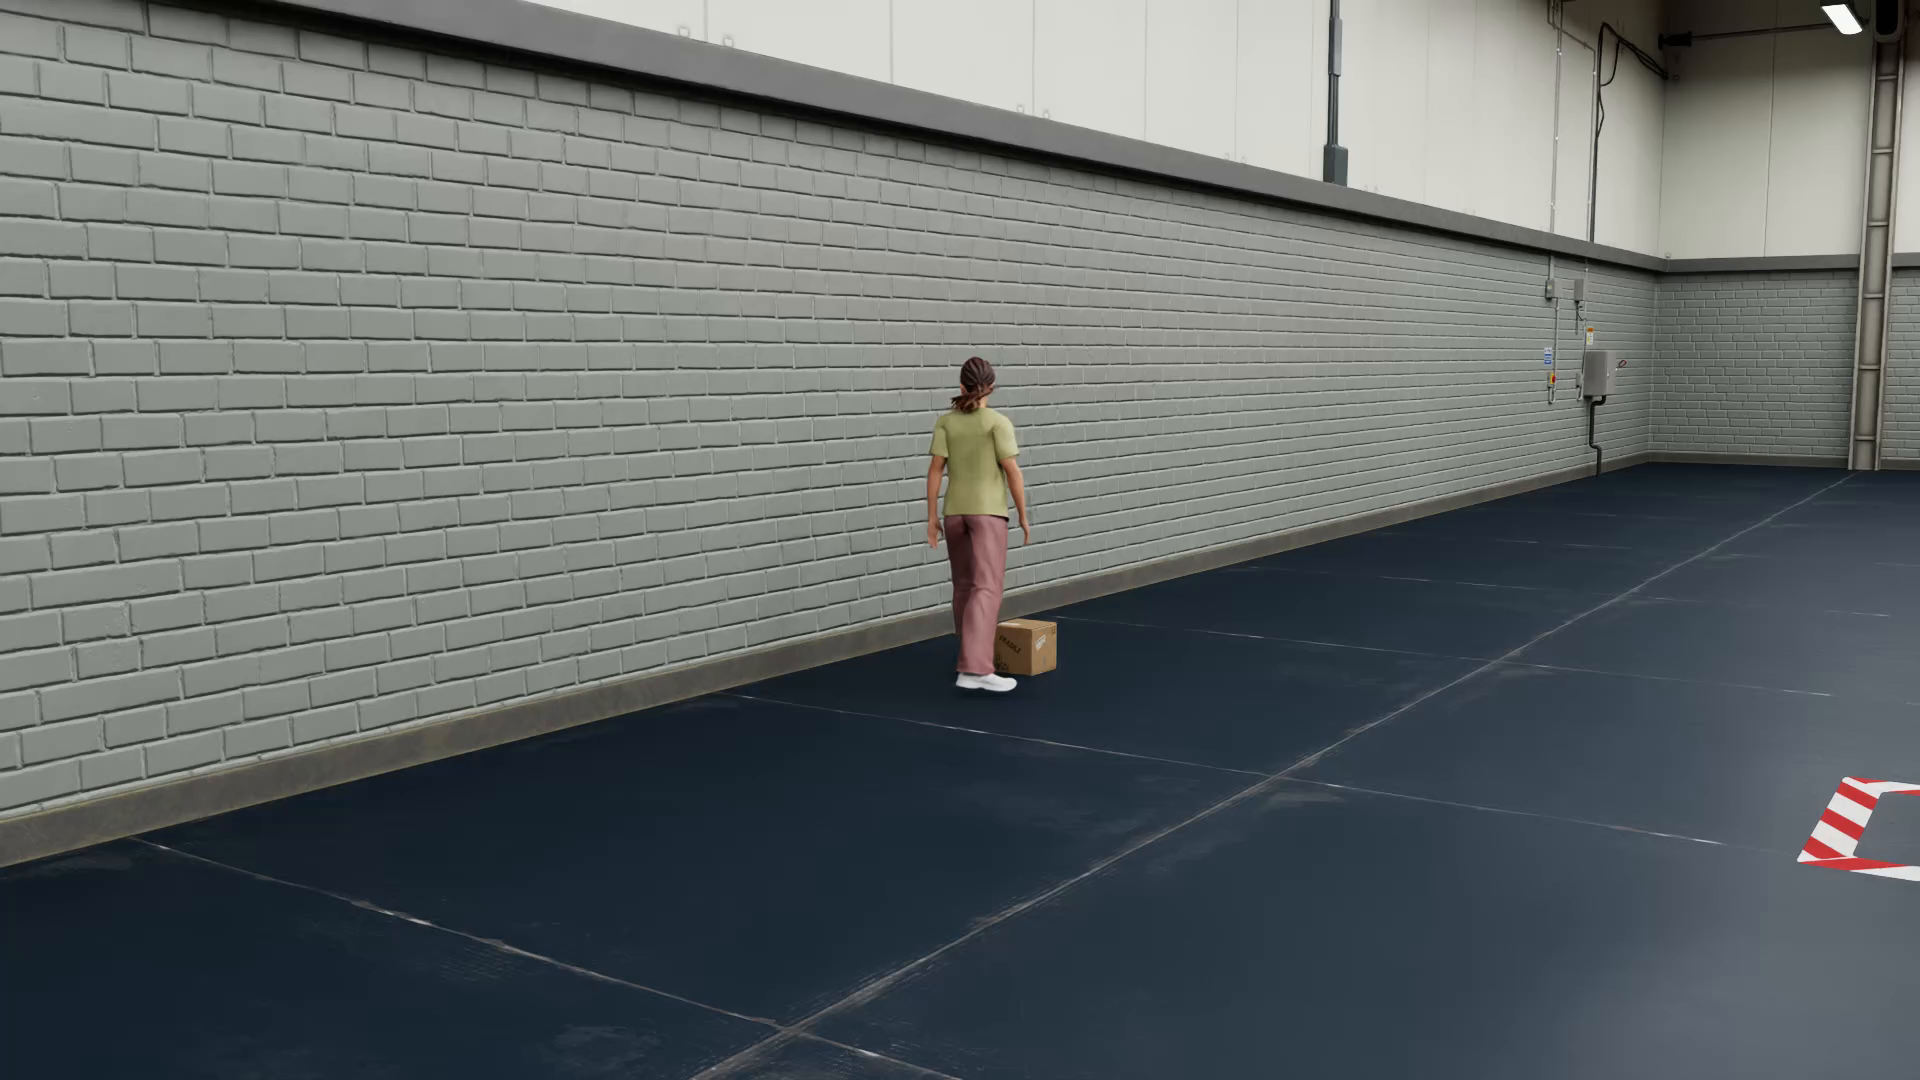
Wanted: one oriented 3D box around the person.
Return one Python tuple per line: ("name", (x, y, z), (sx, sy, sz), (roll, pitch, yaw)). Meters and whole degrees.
("person", (0.128, -0.090, 8.351), (0.583, 1.655, 0.831), (4, 8, 32))
